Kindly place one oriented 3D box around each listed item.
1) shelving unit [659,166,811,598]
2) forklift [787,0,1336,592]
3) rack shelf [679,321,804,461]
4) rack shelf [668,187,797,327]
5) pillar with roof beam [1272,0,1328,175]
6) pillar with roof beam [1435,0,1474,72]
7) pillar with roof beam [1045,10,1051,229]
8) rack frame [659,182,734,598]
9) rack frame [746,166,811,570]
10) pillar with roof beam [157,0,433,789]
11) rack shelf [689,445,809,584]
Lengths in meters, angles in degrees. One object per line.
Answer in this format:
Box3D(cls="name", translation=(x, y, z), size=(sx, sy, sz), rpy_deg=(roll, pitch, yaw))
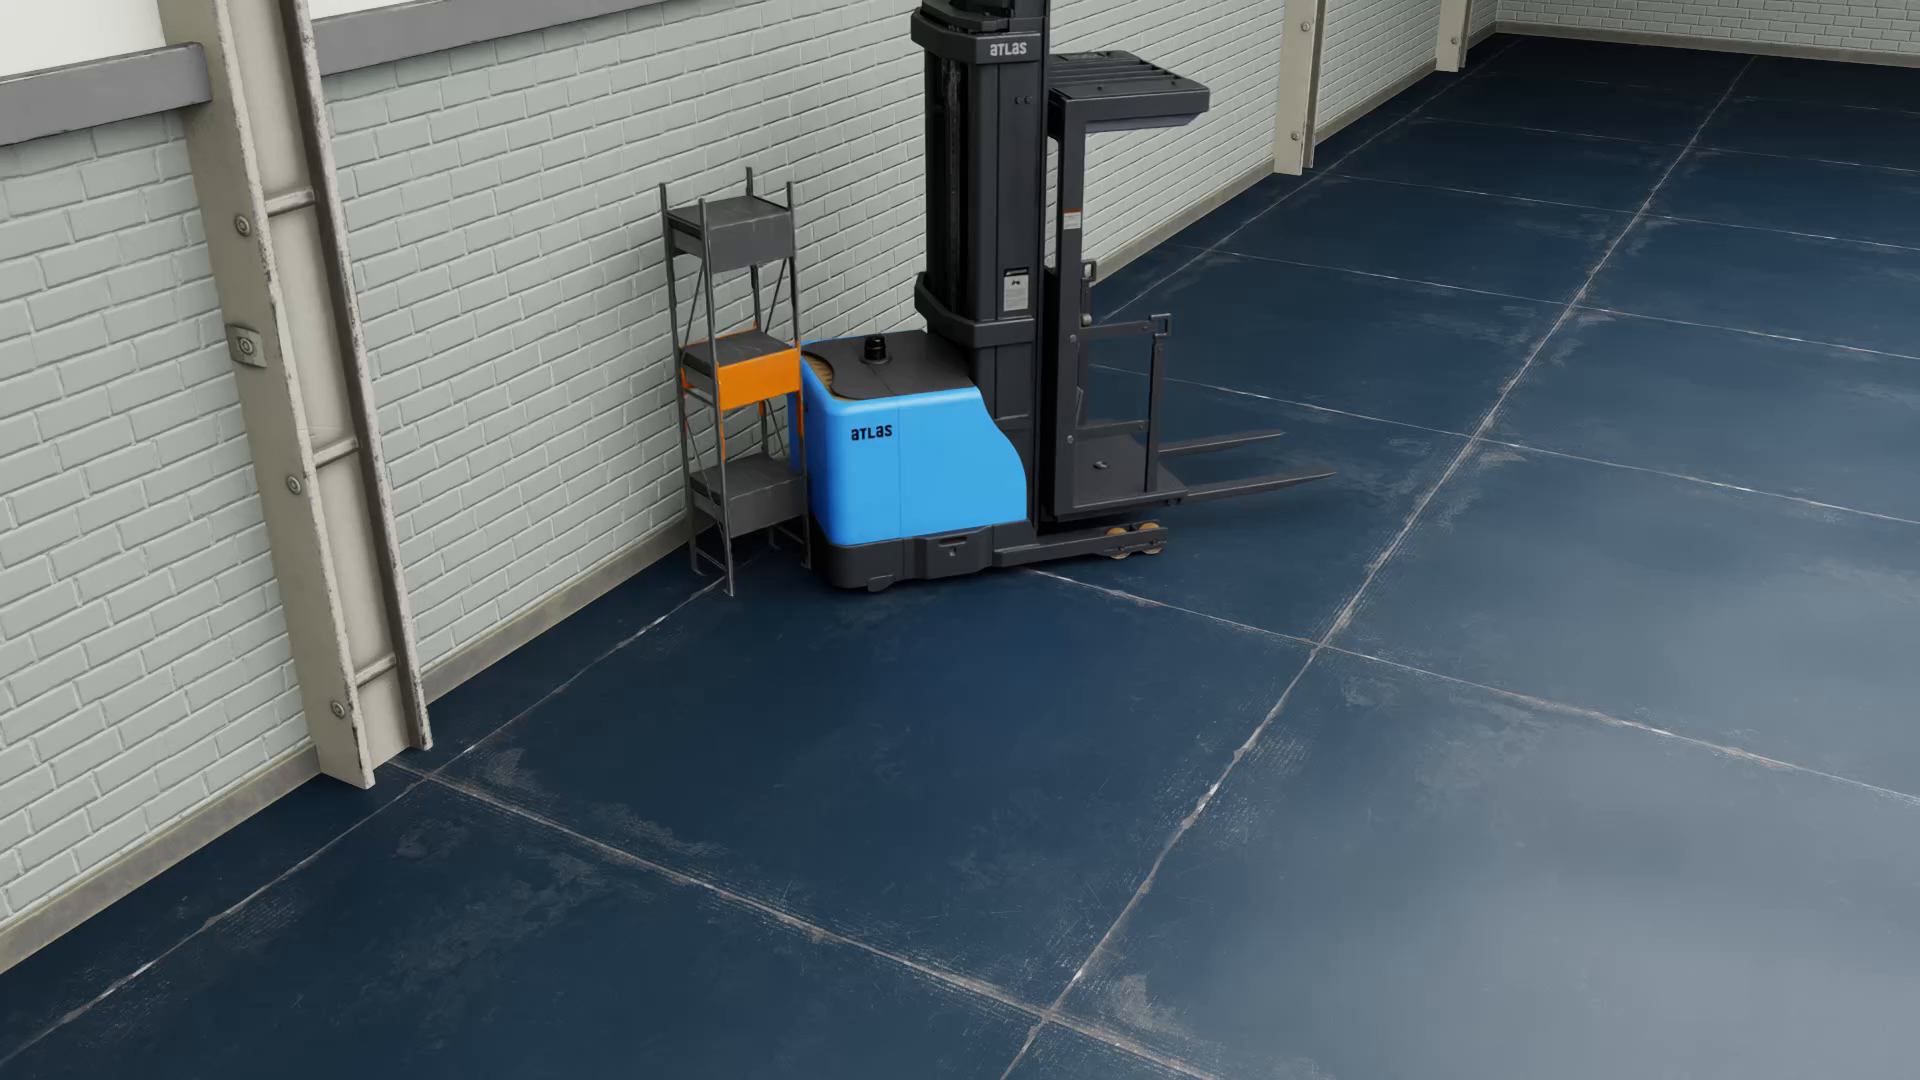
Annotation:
Box3D(cls="shelving unit", translation=(-1.121, -0.779, 8.458), size=(0.503, 2.100, 0.431), rpy_deg=(-20, 33, -34))
Box3D(cls="forklift", translation=(0.617, -1.422, 8.816), size=(3.031, 2.935, 1.130), rpy_deg=(-9, 28, -17))
Box3D(cls="rack shelf", translation=(-1.121, -0.767, 8.464), size=(0.480, 0.518, 0.431), rpy_deg=(-20, 33, -34))
Box3D(cls="rack shelf", translation=(-1.123, -1.393, 8.151), size=(0.480, 0.518, 0.431), rpy_deg=(-20, 33, -34))
Box3D(cls="pillar with roof beam", translation=(7.073, -6.795, 12.771), size=(9.100, 9.000, 0.400), rpy_deg=(14, 30, 26))
Box3D(cls="pillar with roof beam", translation=(10.025, -9.133, 17.442), size=(9.100, 9.000, 0.400), rpy_deg=(14, 30, 26))
Box3D(cls="pillar with roof beam", translation=(4.121, -4.457, 8.100), size=(9.100, 9.000, 0.400), rpy_deg=(14, 30, 26))
Box3D(cls="rack frame", translation=(-1.312, -0.710, 8.322), size=(0.015, 2.100, 0.400), rpy_deg=(-20, 33, -34))
Box3D(cls="rack frame", translation=(-0.931, -0.847, 8.595), size=(0.015, 2.100, 0.400), rpy_deg=(-20, 33, -34))
Box3D(cls="pillar with roof beam", translation=(1.170, -2.118, 3.429), size=(9.100, 9.000, 0.400), rpy_deg=(14, 30, 26))
Box3D(cls="rack shelf", translation=(-1.120, -0.140, 8.777), size=(0.480, 0.518, 0.431), rpy_deg=(-20, 33, -34))
